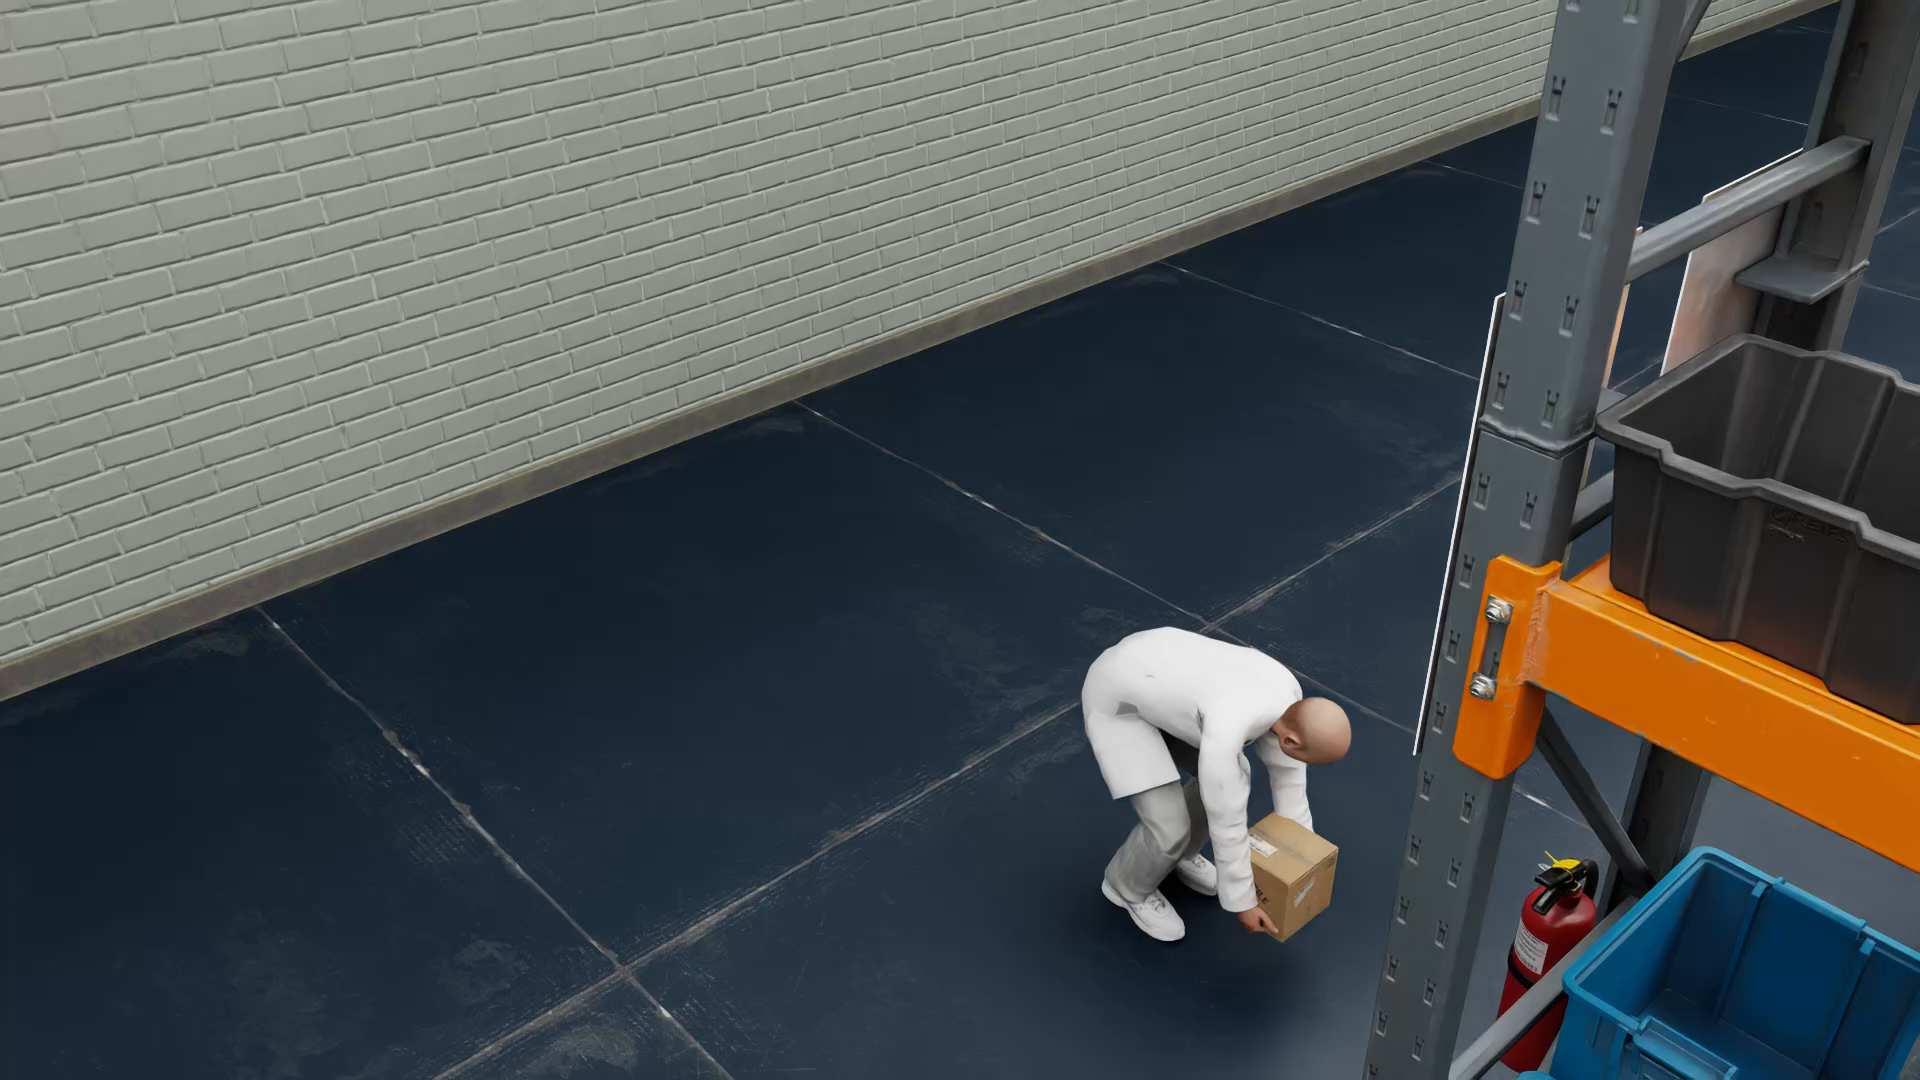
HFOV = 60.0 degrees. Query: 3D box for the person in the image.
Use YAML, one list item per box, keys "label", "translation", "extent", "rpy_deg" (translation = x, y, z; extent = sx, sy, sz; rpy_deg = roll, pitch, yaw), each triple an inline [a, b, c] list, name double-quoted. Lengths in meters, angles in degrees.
- label: "person"
  translation: [0.807, 0.826, 5.445]
  extent: [0.941, 1.098, 0.585]
  rpy_deg: [27, 40, 37]
